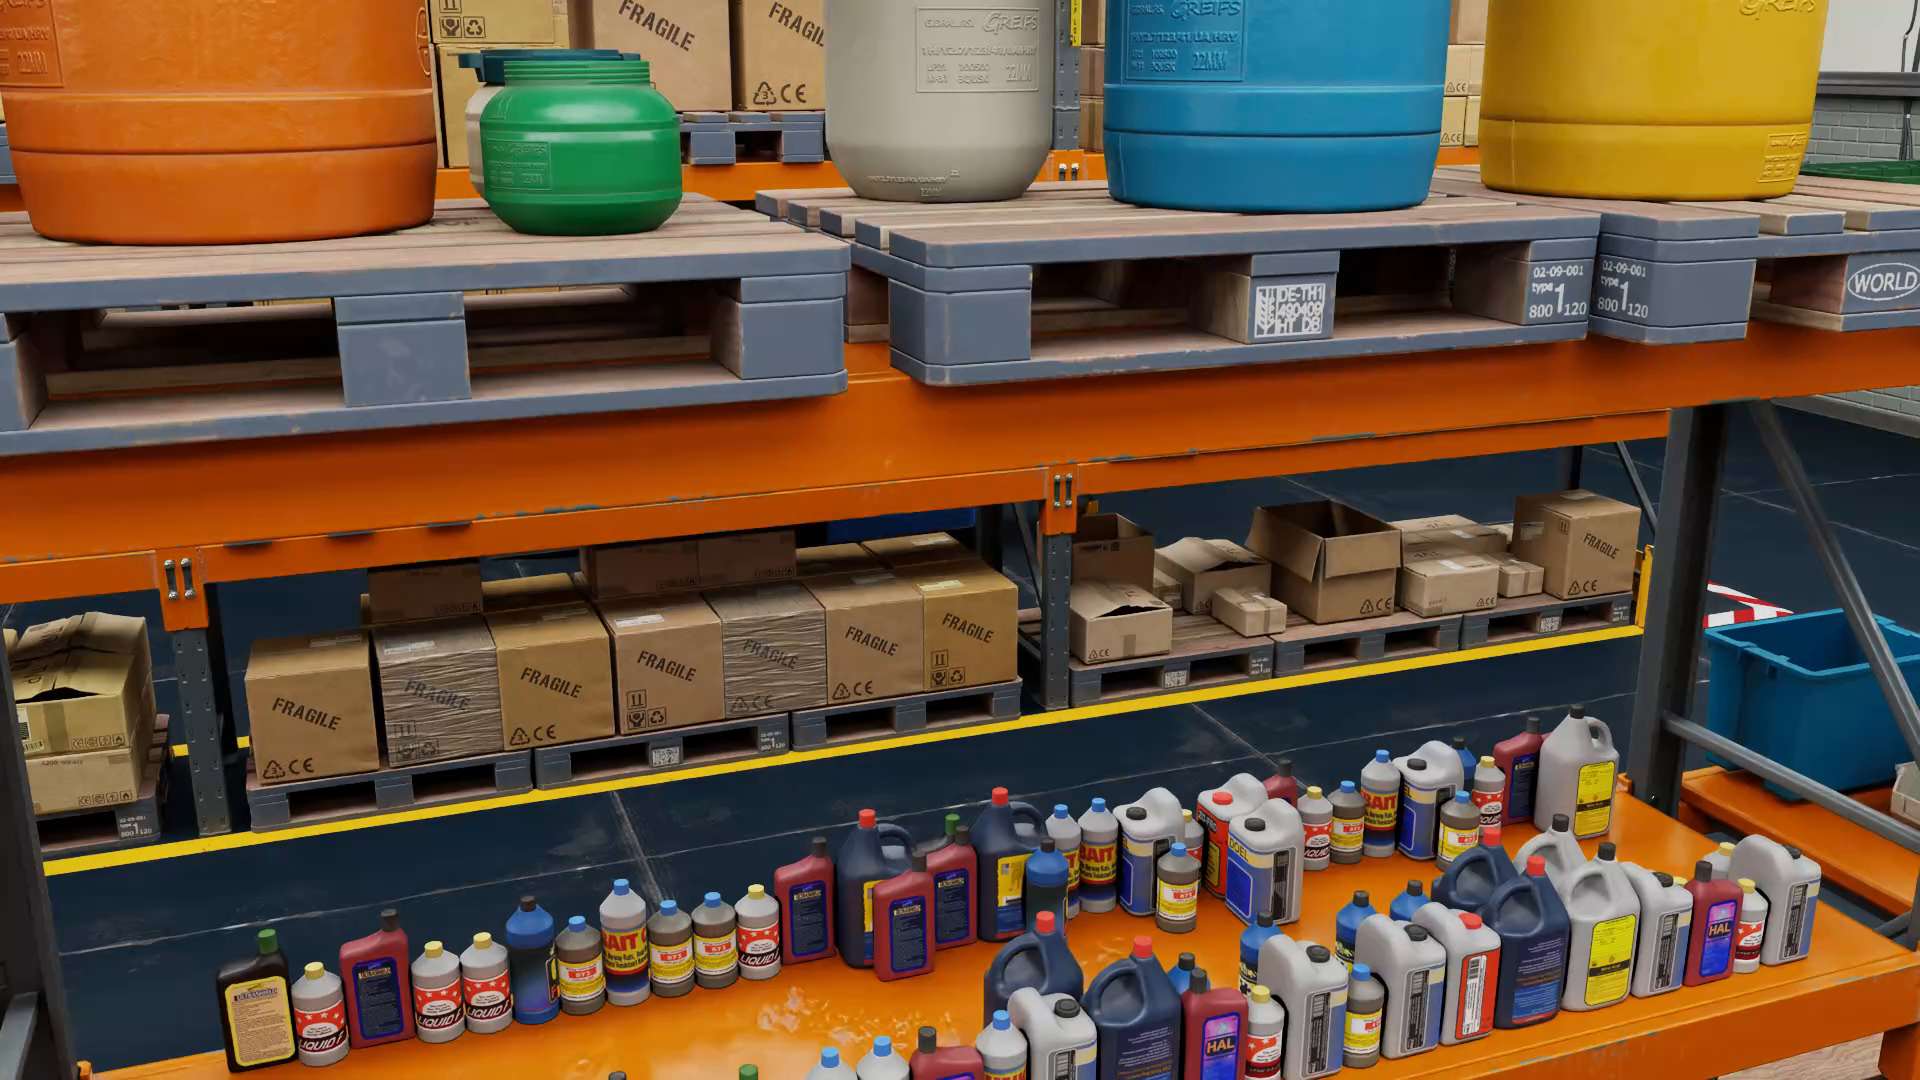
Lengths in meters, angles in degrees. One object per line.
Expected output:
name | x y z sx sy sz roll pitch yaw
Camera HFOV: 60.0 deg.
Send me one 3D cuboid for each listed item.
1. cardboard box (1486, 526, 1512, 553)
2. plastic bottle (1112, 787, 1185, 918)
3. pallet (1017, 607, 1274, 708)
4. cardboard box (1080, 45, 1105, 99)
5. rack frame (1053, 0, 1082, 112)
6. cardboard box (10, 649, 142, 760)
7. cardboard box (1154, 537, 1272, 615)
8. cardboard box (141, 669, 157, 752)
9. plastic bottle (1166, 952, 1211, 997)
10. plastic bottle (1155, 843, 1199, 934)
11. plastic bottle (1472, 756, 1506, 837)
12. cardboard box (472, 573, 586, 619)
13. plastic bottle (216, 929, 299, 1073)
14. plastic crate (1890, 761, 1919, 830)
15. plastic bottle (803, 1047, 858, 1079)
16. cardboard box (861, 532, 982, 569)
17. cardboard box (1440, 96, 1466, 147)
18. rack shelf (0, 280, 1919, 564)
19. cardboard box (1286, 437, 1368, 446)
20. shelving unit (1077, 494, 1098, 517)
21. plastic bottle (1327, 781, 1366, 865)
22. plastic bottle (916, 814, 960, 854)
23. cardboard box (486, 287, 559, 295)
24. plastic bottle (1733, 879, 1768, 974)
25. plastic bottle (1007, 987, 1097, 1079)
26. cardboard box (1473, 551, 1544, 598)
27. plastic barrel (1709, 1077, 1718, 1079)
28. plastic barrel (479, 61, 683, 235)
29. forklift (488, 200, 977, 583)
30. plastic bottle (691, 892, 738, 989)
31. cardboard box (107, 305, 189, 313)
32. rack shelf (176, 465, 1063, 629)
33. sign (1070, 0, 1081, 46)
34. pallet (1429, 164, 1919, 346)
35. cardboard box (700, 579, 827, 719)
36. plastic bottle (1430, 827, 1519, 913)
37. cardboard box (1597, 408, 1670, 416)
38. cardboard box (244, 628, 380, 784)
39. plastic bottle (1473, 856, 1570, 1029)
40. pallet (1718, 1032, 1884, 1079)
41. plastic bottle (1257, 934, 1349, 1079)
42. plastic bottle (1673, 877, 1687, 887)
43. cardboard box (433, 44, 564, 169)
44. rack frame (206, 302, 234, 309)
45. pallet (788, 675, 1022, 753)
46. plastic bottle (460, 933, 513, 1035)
cardboard box | 3.314 0.035 10.404 0.250 0.166 0.380 -6 17 -20
plastic bottle | 0.445 0.739 3.978 0.135 0.276 0.152 -6 17 -20
pallet | 0.968 0.582 9.243 1.213 0.211 1.003 -6 17 -20
cardboard box | 0.869 -2.278 8.088 0.500 0.250 0.500 -6 17 -20
rack frame | 0.326 -3.566 7.770 0.127 3.000 1.000 -6 17 -20
cardboard box | -3.810 0.682 7.091 0.500 0.311 0.500 -6 17 -19
cardboard box | 1.457 0.184 9.640 0.500 0.311 0.500 -6 17 -20
cardboard box | -4.003 0.809 7.654 0.500 0.250 0.500 -6 17 -20
plastic bottle | 0.444 0.944 3.289 0.097 0.271 0.097 0 16 0
plastic bottle | 0.508 0.806 3.884 0.097 0.201 0.097 0 16 0
plastic bottle | 1.374 0.666 4.359 0.097 0.201 0.097 0 16 0
cardboard box | -2.136 0.496 8.241 0.500 0.500 0.500 -7 18 -22
plastic bottle | -1.415 0.922 3.340 0.133 0.283 0.061 -6 17 -20
plastic crate | 2.581 0.705 4.237 0.243 0.136 0.396 -6 17 -20
plastic bottle | -0.230 1.035 2.979 0.097 0.271 0.097 0 16 0
cardboard box | -0.213 0.286 8.958 0.500 0.500 0.500 -7 18 -23
cardboard box | 2.270 -2.189 8.672 0.500 0.250 0.500 -6 17 -20
rack shelf | 0.228 -0.276 3.168 4.000 0.370 1.077 -6 17 -20
cardboard box | 1.845 -0.817 8.881 0.500 0.500 0.500 -6 17 -20
shelving unit | 0.364 -0.768 11.553 1.083 1.500 0.587 -7 18 -22
plastic bottle | 0.976 0.709 4.212 0.097 0.201 0.097 0 16 0
plastic bottle | -0.050 0.775 3.842 0.133 0.283 0.061 -6 17 -20
cardboard box | -3.200 -1.924 12.084 0.500 0.500 0.500 -6 17 -19
plastic bottle | 1.744 0.855 3.715 0.097 0.201 0.097 0 16 0
plastic bottle | 0.175 0.981 3.155 0.135 0.276 0.152 -6 17 -20
cardboard box | 3.231 0.194 9.860 0.250 0.166 0.380 -6 17 -20
plastic barrel | 1.581 1.472 4.241 0.708 0.901 0.600 -6 17 -20
plastic barrel | -0.568 -0.593 2.501 0.294 0.245 0.294 0 16 0
forklift | -1.448 -1.171 10.385 3.031 2.935 1.130 -7 18 -22
plastic bottle | -0.540 0.873 3.655 0.097 0.201 0.097 0 16 0
cardboard box | -5.620 -1.796 11.433 0.500 0.500 0.700 -8 18 -27
rack shelf | -1.541 -0.141 8.030 4.000 0.370 1.077 -6 17 -20
sign | 0.528 -2.418 7.568 0.005 0.325 0.100 -6 17 -20
pallet | 1.398 -0.628 3.423 1.003 0.211 1.213 -6 17 -20
cardboard box | -0.965 0.524 8.145 0.500 0.500 0.500 -6 17 -19
plastic bottle | 1.130 0.799 3.640 0.185 0.351 0.144 -6 17 -20
cardboard box | 3.741 -1.022 9.577 0.500 0.500 0.500 -6 17 -18
cardboard box | -2.882 0.733 7.432 0.500 0.500 0.500 -5 17 -18
plastic bottle | 1.181 0.837 3.511 0.185 0.351 0.144 -6 17 -20
pallet | 2.768 1.870 4.856 1.213 0.211 1.003 -6 17 -20
plastic bottle | 0.689 0.925 3.344 0.135 0.276 0.152 -6 17 -20
plastic bottle | 1.598 0.853 3.724 0.097 0.201 0.097 0 16 0
cardboard box | -2.052 -1.928 7.339 0.500 0.500 0.910 -6 17 -20
rack frame | -5.185 -1.587 11.679 0.127 3.000 1.000 -6 17 -20
pallet | -0.420 0.743 8.695 1.213 0.211 1.003 -6 17 -20
plastic bottle | -0.994 0.922 3.488 0.097 0.201 0.097 0 16 0
